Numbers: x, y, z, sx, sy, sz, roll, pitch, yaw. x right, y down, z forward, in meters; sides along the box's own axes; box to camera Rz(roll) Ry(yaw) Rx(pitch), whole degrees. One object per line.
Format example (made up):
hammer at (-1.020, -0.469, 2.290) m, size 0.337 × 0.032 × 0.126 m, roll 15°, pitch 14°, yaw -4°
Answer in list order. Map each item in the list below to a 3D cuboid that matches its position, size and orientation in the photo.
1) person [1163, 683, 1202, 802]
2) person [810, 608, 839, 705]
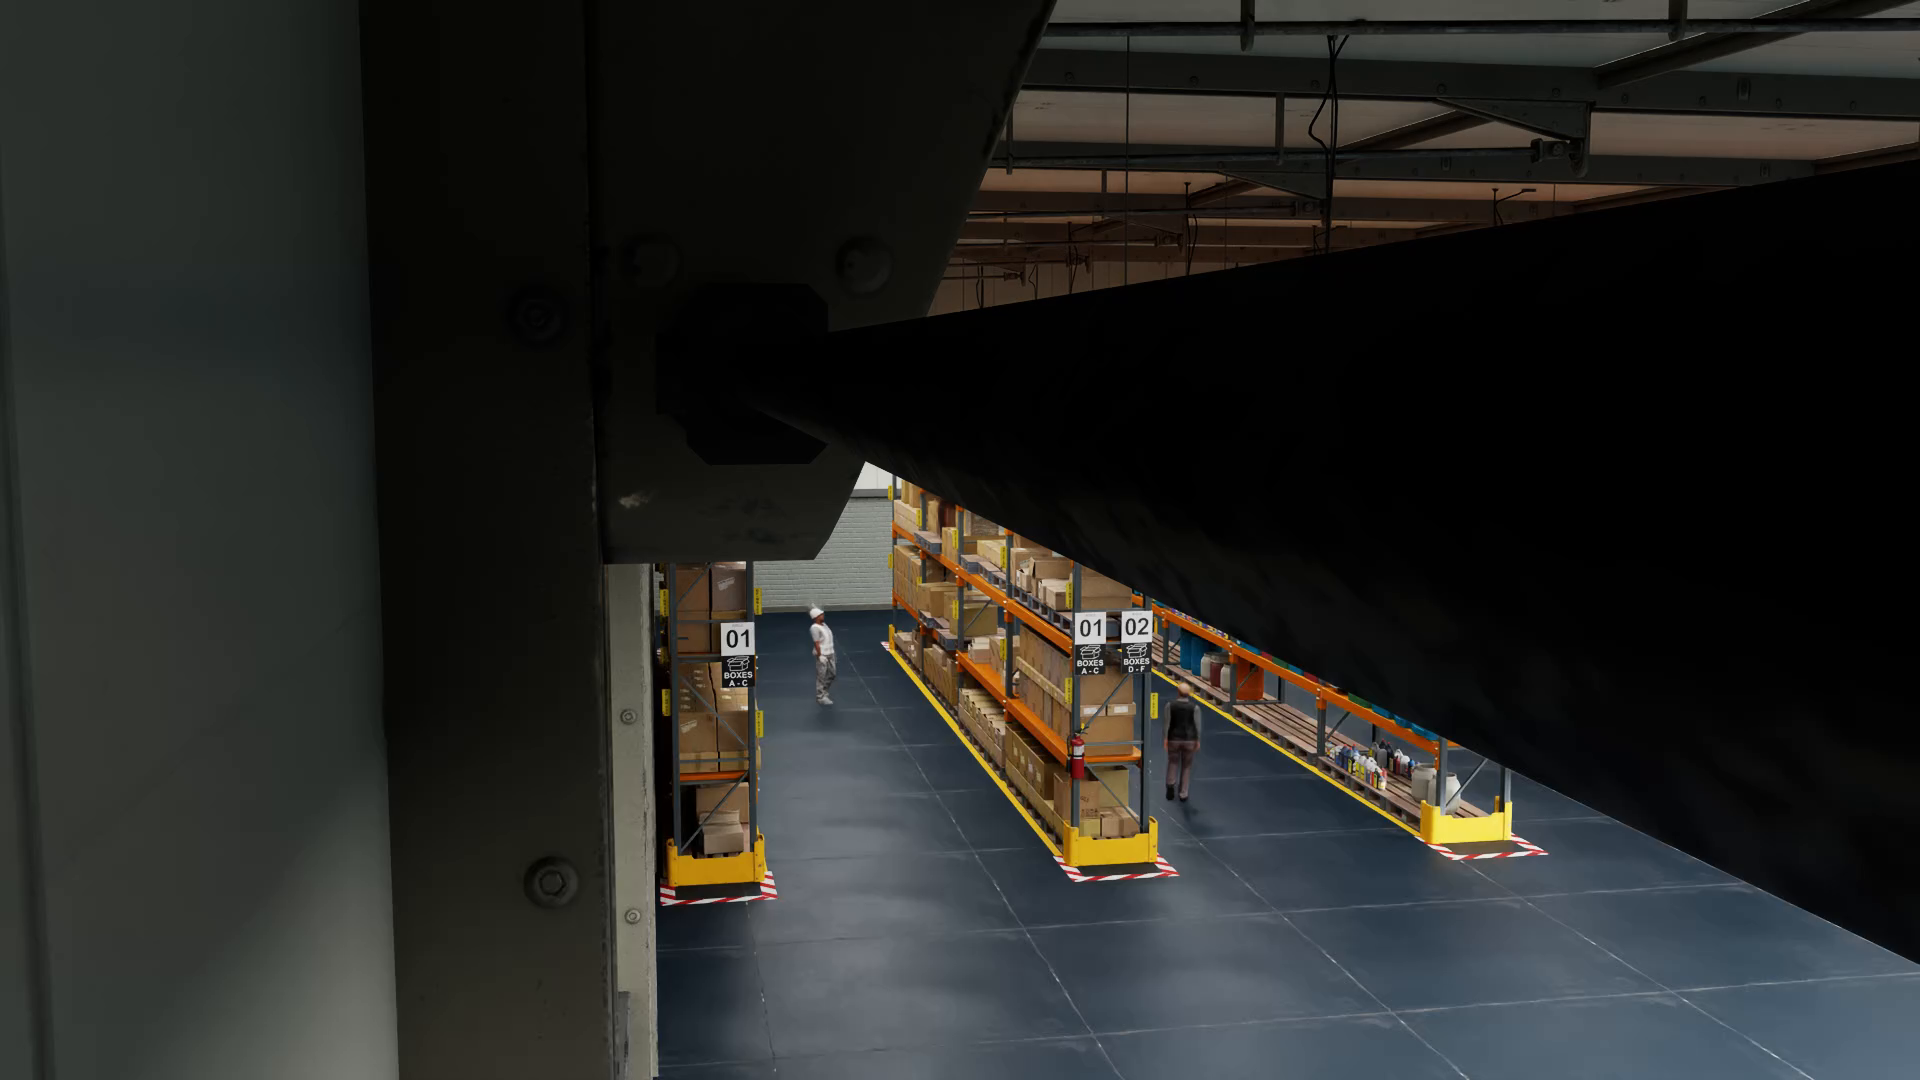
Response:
person at (3.199, 2.900, 23.819) m, size 0.533 × 1.722 × 0.453 m, roll 3°, pitch 7°, yaw 29°
person at (-2.491, 2.135, 30.491) m, size 0.512 × 1.786 × 0.648 m, roll 4°, pitch 7°, yaw 31°
